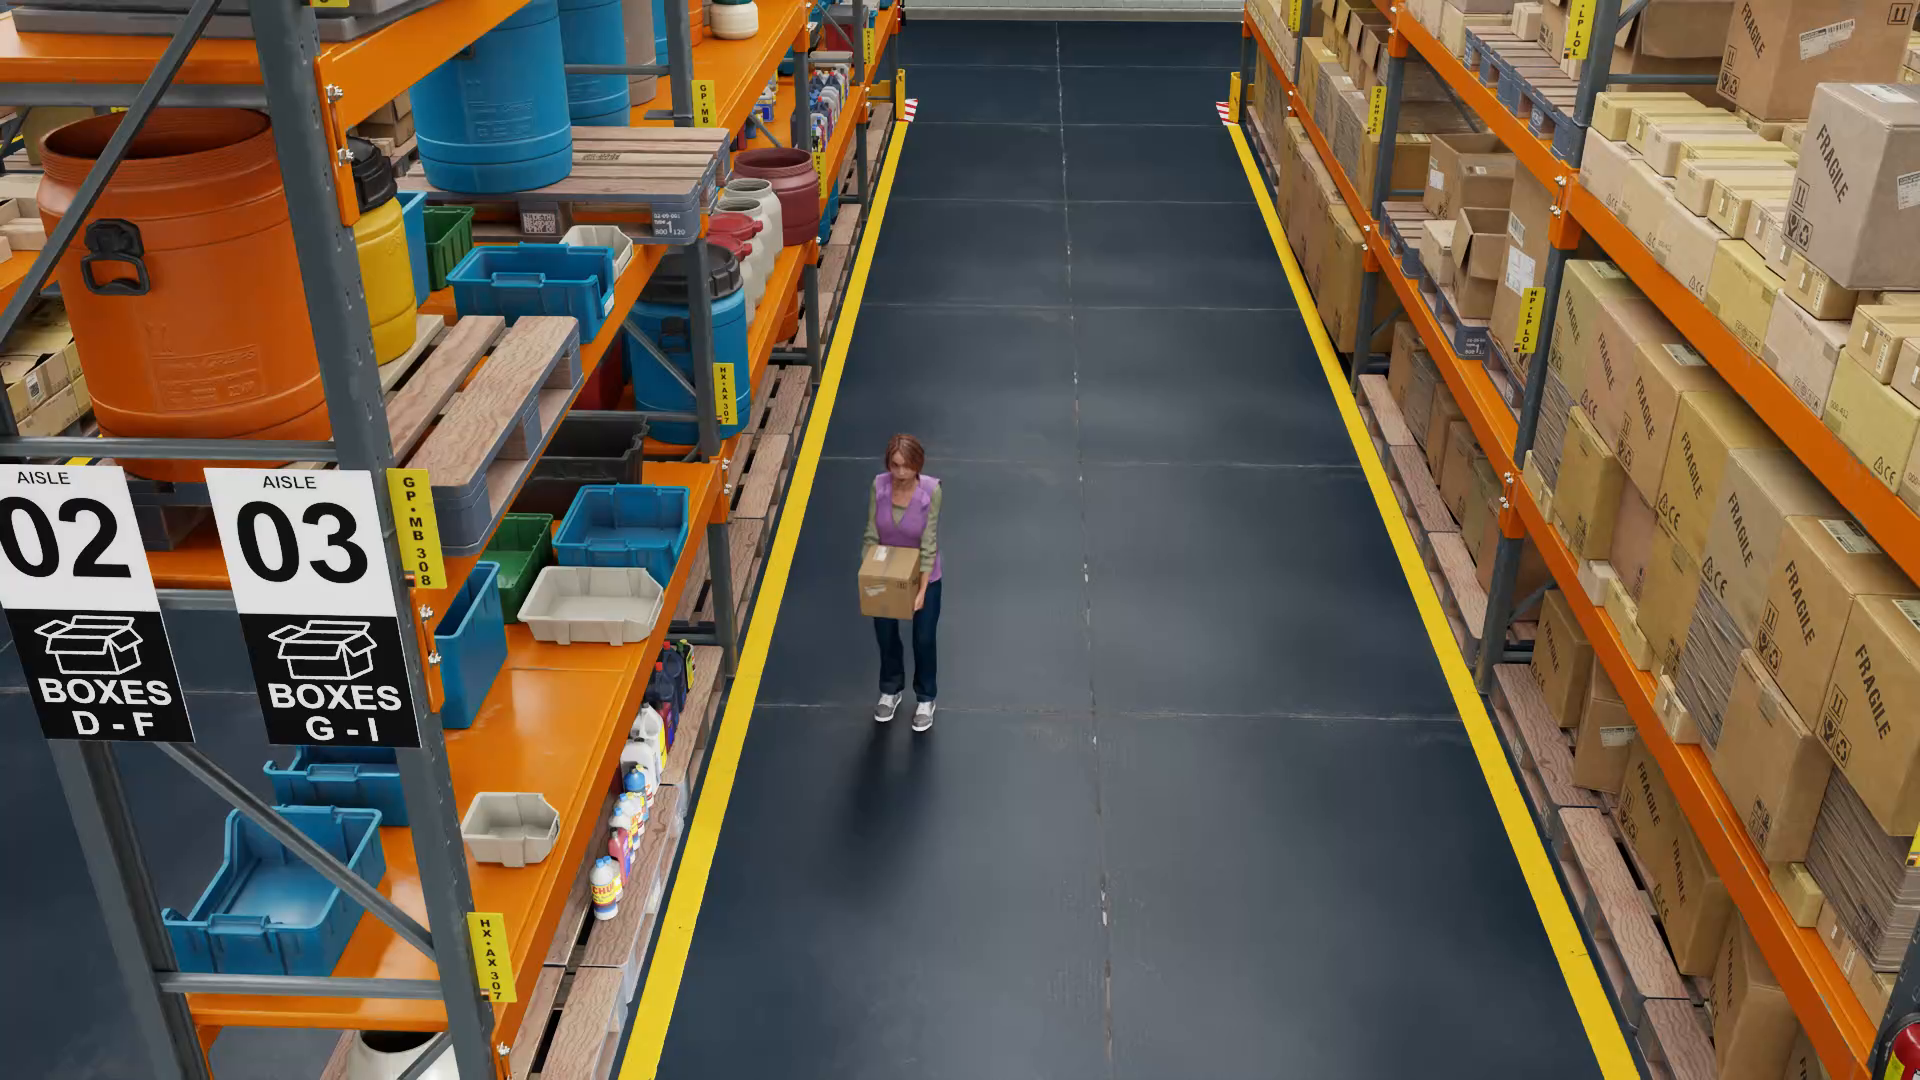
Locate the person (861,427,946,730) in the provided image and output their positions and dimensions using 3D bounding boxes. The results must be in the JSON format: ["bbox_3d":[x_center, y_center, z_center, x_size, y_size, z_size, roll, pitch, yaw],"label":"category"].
[{"bbox_3d":[-0.285,0.225,8.222,0.405,1.593,0.489,7,29,14],"label":"person"}]
